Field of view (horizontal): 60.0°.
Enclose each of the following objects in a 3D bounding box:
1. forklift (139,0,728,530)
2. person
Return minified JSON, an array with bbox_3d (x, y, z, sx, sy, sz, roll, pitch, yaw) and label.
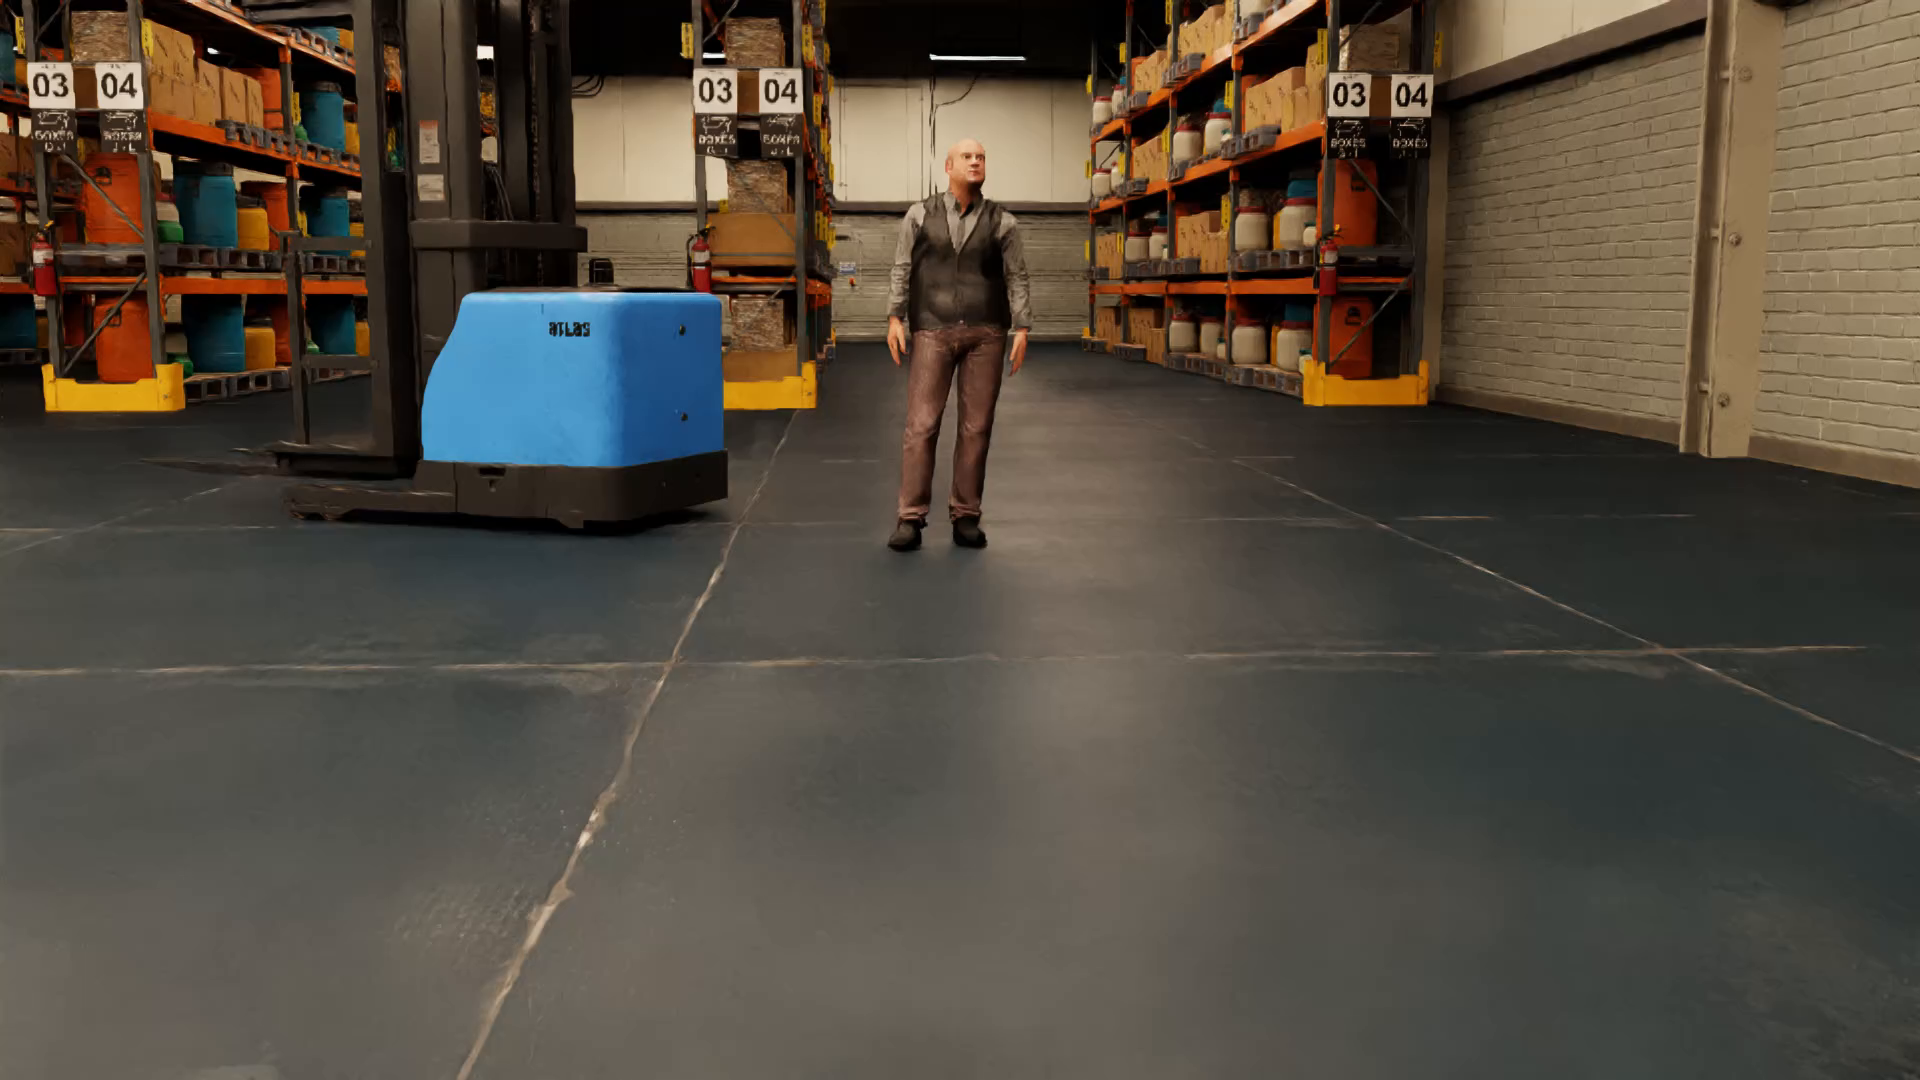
[{"bbox_3d":[-2.718,-1.608,8.163,3.031,2.935,1.130,3,9,21],"label":"forklift"},{"bbox_3d":[-0.004,-0.849,7.120,0.632,1.720,0.567,-1,8,-4],"label":"person"}]
